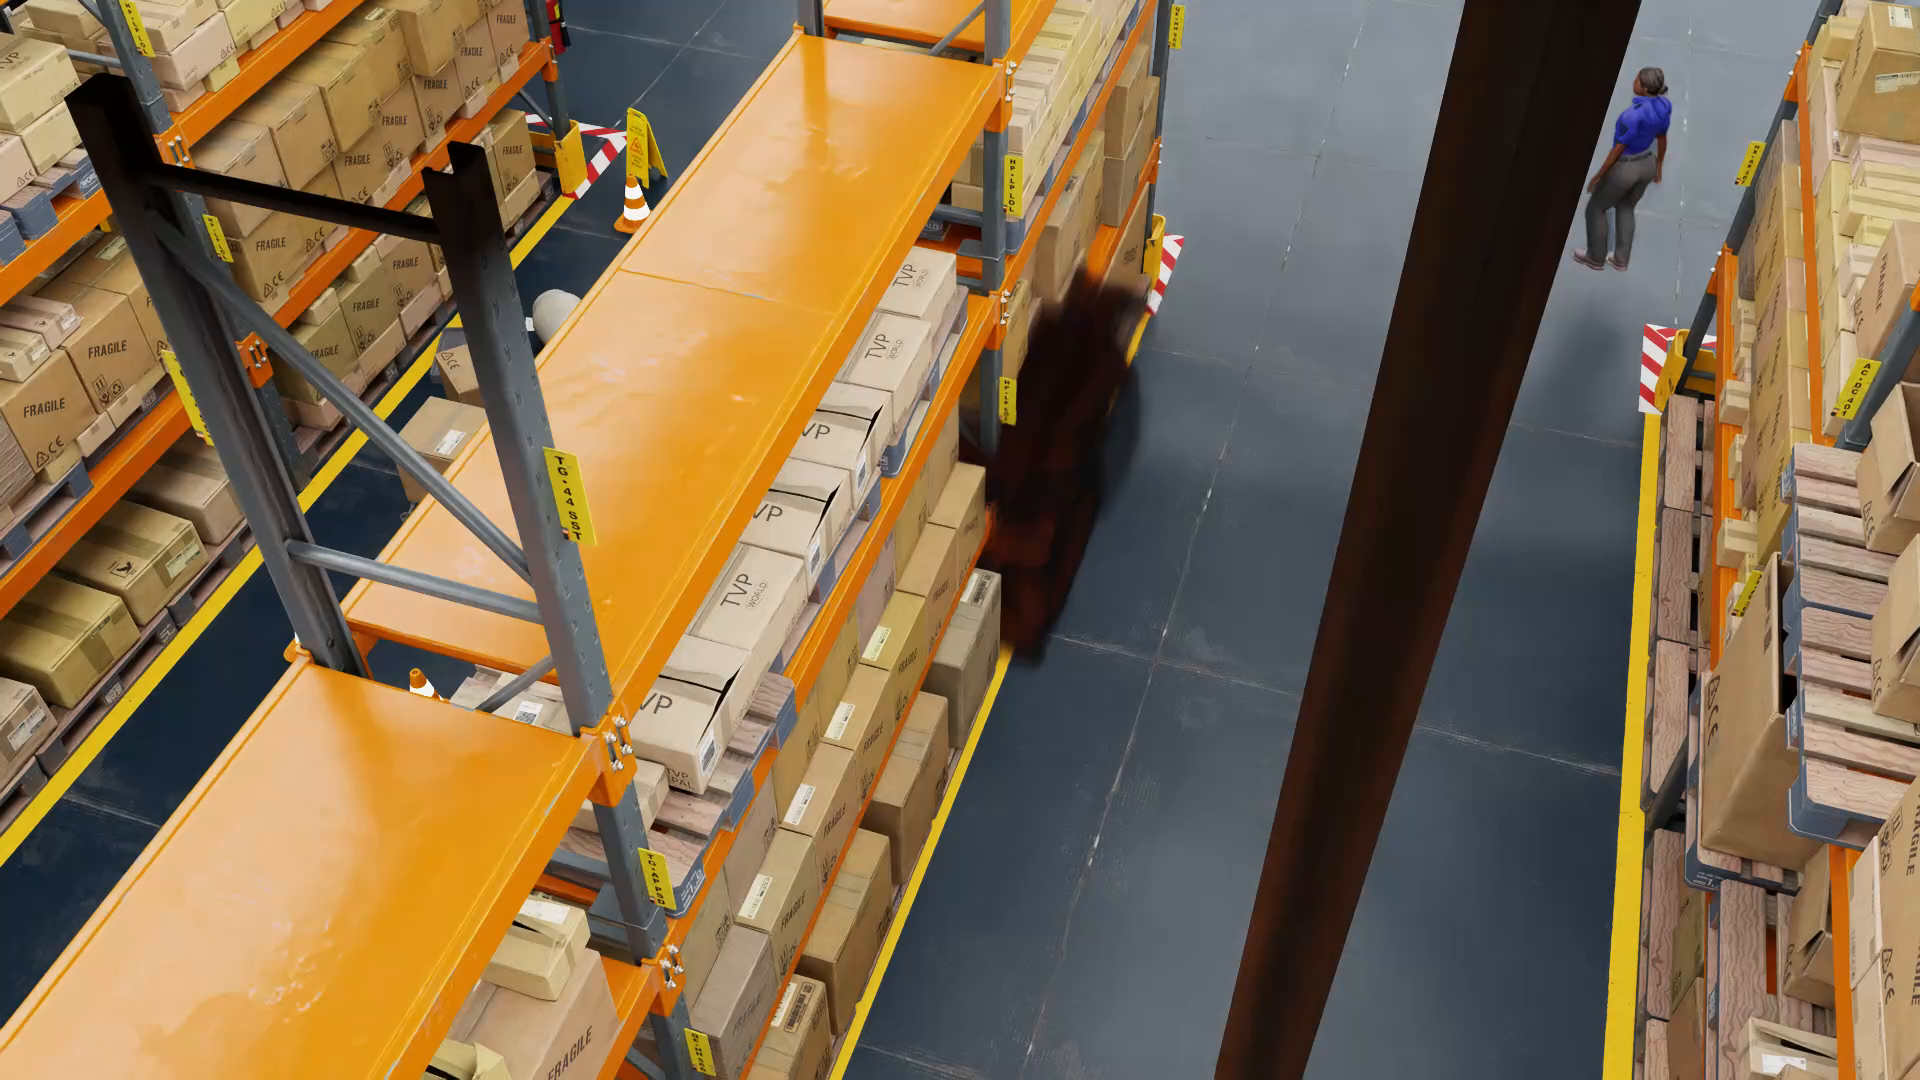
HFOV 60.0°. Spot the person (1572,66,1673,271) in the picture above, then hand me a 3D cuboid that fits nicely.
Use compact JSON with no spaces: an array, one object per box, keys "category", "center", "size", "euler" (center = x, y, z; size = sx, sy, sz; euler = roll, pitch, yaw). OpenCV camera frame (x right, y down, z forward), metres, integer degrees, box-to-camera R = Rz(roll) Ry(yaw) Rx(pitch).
[{"category":"person","center":[4.935,-2.700,12.252],"size":[0.590,1.668,0.399],"euler":[-21,49,-19]}]
